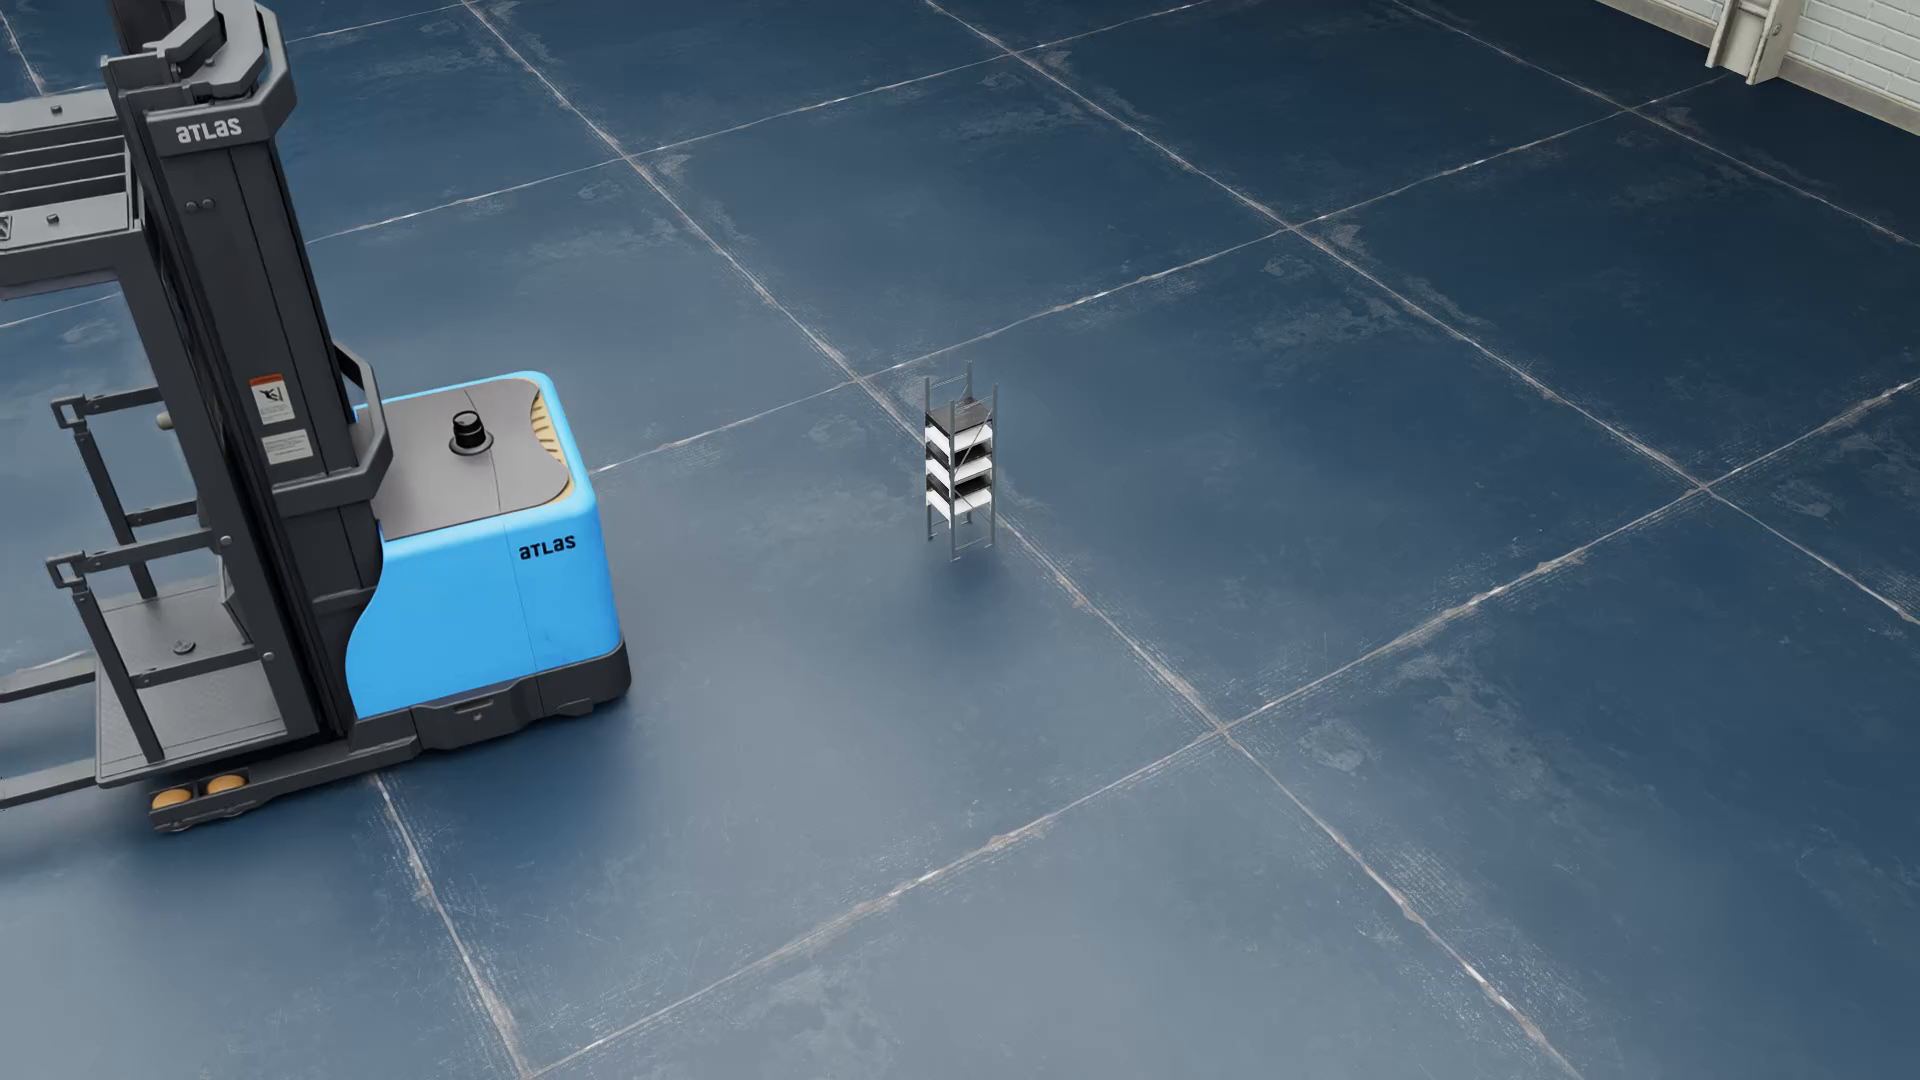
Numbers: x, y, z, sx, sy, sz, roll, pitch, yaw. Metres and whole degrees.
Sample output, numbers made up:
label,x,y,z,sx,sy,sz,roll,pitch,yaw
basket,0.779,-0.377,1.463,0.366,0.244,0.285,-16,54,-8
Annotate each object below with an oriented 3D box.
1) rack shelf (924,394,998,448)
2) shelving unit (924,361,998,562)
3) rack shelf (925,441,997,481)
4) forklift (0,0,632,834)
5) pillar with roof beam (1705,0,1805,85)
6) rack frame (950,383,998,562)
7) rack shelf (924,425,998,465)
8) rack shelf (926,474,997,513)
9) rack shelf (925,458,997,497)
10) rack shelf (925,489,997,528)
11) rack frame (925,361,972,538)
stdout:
label,x,y,z,sx,sy,sz,roll,pitch,yaw
rack shelf,0.004,-0.523,7.305,0.258,0.077,0.200,-22,45,-24
shelving unit,0.004,-0.341,7.457,0.258,0.900,0.210,-22,45,-24
rack shelf,0.004,-0.385,7.420,0.258,0.077,0.200,-22,45,-24
forklift,-2.938,-0.389,5.928,3.031,2.935,1.130,-14,42,-17
pillar with roof beam,1.887,-5.290,7.068,9.100,9.000,0.400,-22,45,-24
rack frame,0.059,-0.286,7.391,0.240,0.900,0.006,-22,45,-24
rack shelf,0.004,-0.454,7.363,0.258,0.077,0.200,-22,45,-24
rack shelf,0.004,-0.247,7.536,0.258,0.077,0.200,-22,45,-24
rack shelf,0.004,-0.316,7.478,0.258,0.077,0.200,-22,45,-24
rack shelf,0.004,-0.177,7.593,0.258,0.077,0.200,-22,45,-24
rack frame,-0.050,-0.396,7.523,0.240,0.900,0.006,-22,45,-24
